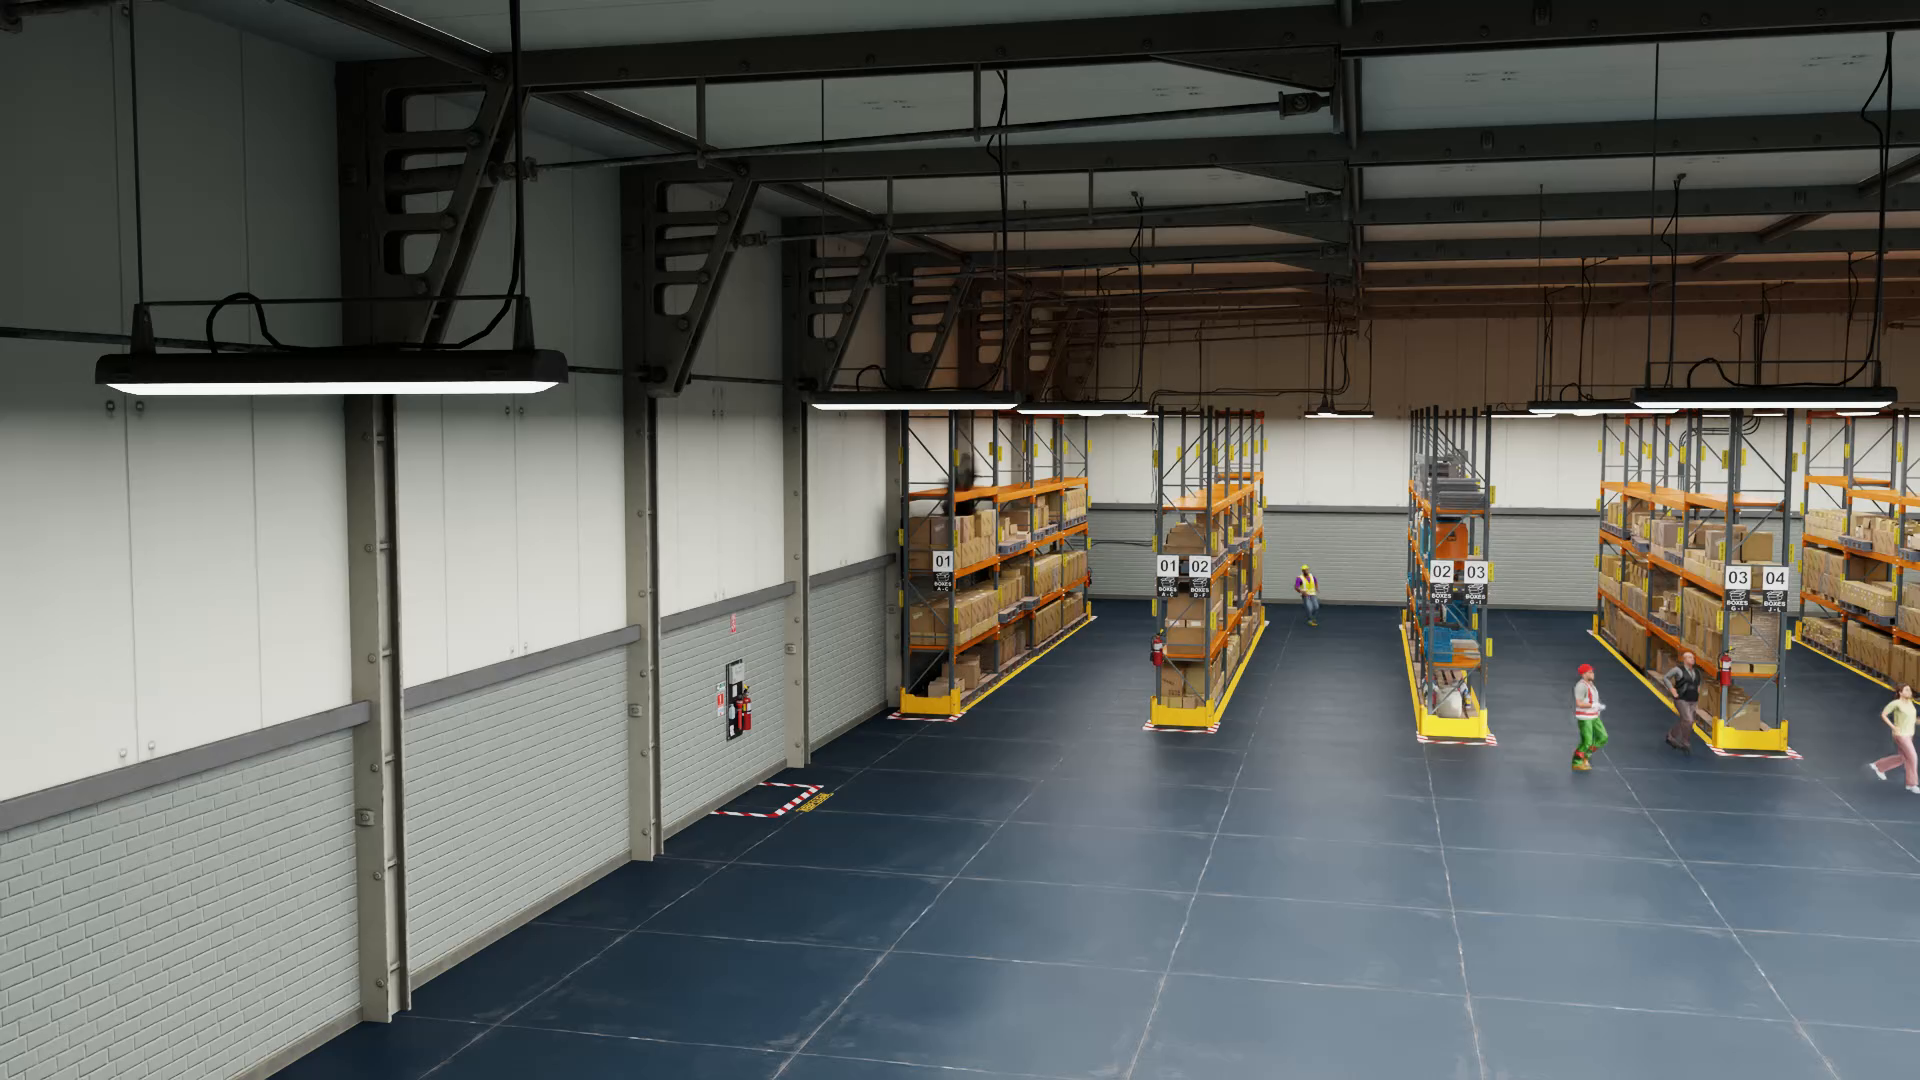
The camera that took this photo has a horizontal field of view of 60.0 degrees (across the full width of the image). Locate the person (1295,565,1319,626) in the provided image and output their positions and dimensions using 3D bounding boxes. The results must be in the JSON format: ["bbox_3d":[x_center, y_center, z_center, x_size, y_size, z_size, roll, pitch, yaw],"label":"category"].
[{"bbox_3d":[9.690,1.546,46.333,0.743,1.703,0.504,-1,4,-13],"label":"person"}]

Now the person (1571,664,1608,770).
[{"bbox_3d":[10.264,2.895,27.027,0.639,1.759,0.612,-4,6,-44],"label":"person"}]

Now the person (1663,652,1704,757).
[{"bbox_3d":[12.507,2.820,28.674,0.681,1.795,0.694,-1,4,-18],"label":"person"}]

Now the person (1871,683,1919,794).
[{"bbox_3d":[14.617,3.044,25.844,0.570,1.672,0.844,-2,5,-31],"label":"person"}]
